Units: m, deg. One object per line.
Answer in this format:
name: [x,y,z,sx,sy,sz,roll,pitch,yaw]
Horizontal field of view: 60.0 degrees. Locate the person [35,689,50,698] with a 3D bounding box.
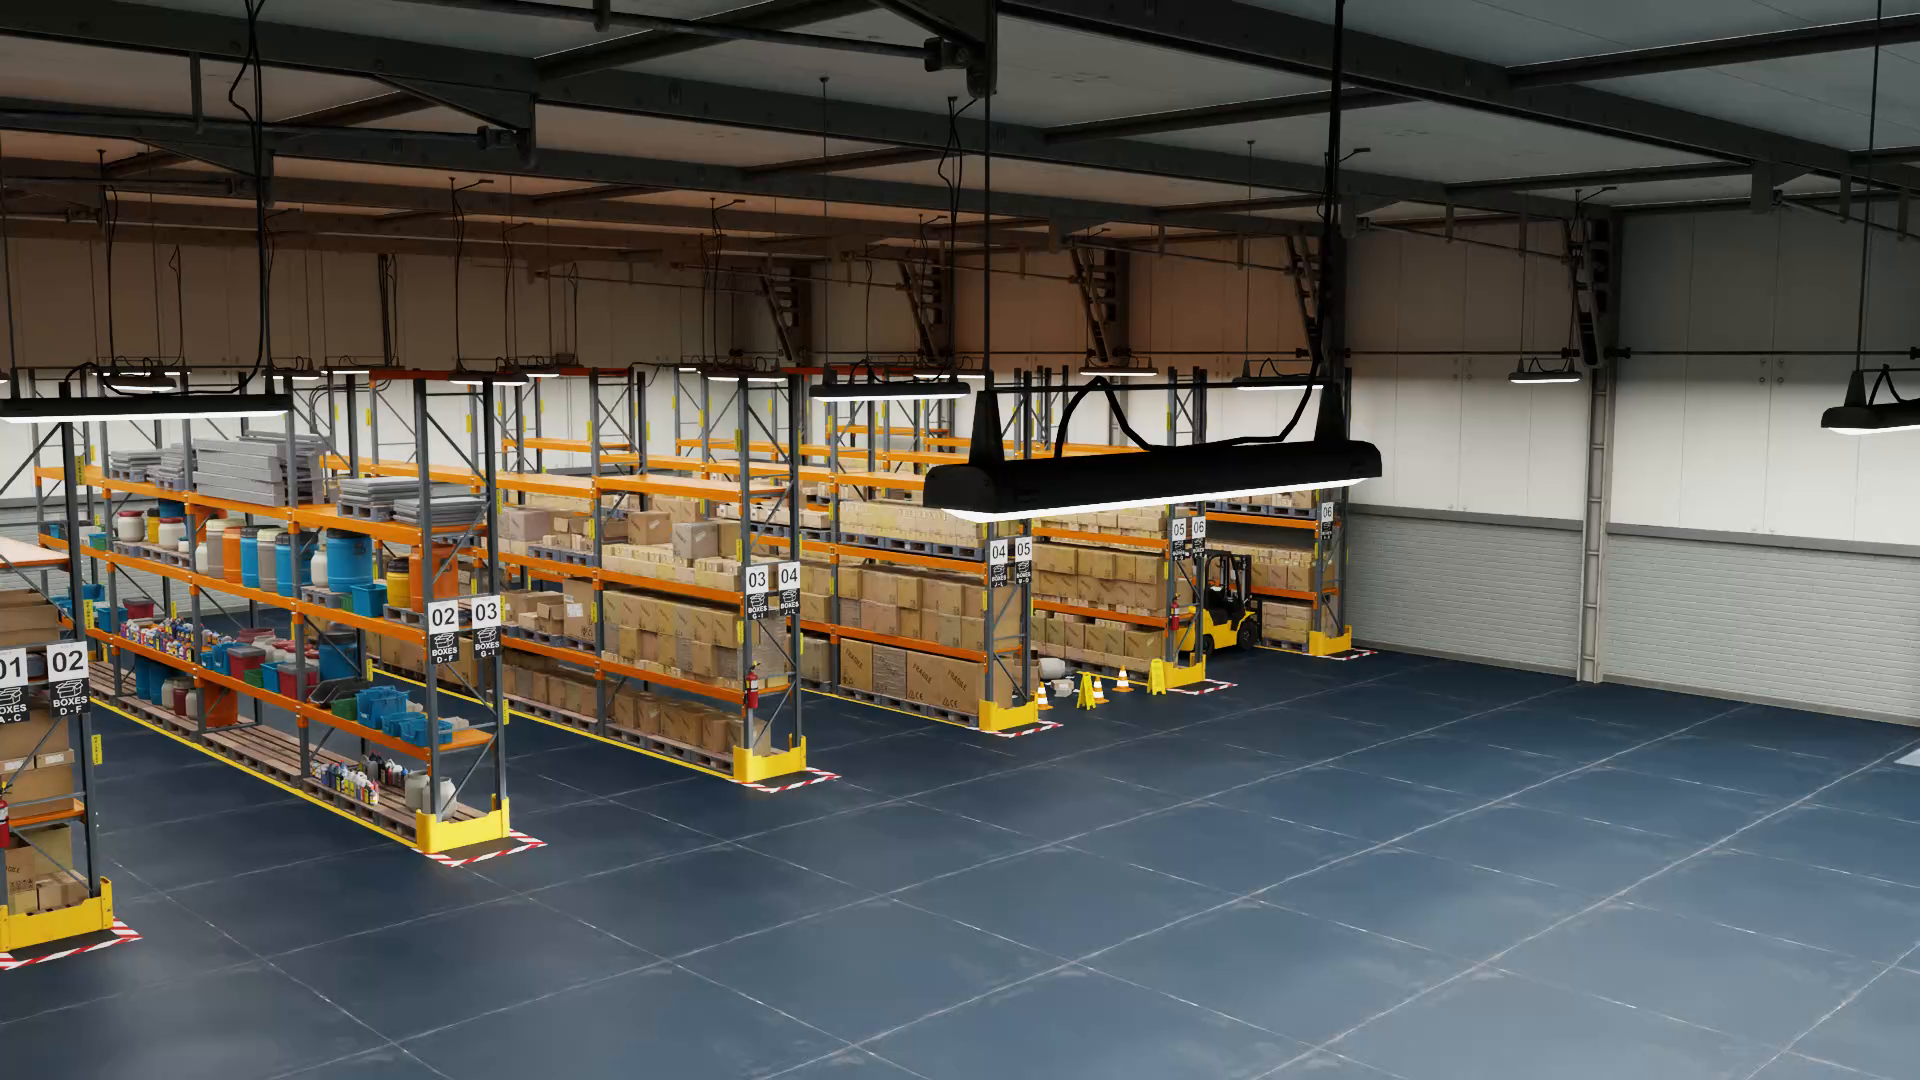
person: [-15.335,2.542,27.511,0.825,1.383,0.541,3,7,26]

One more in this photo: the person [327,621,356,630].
person: [-12.014,1.993,32.197,0.864,1.460,0.623,4,7,30]
